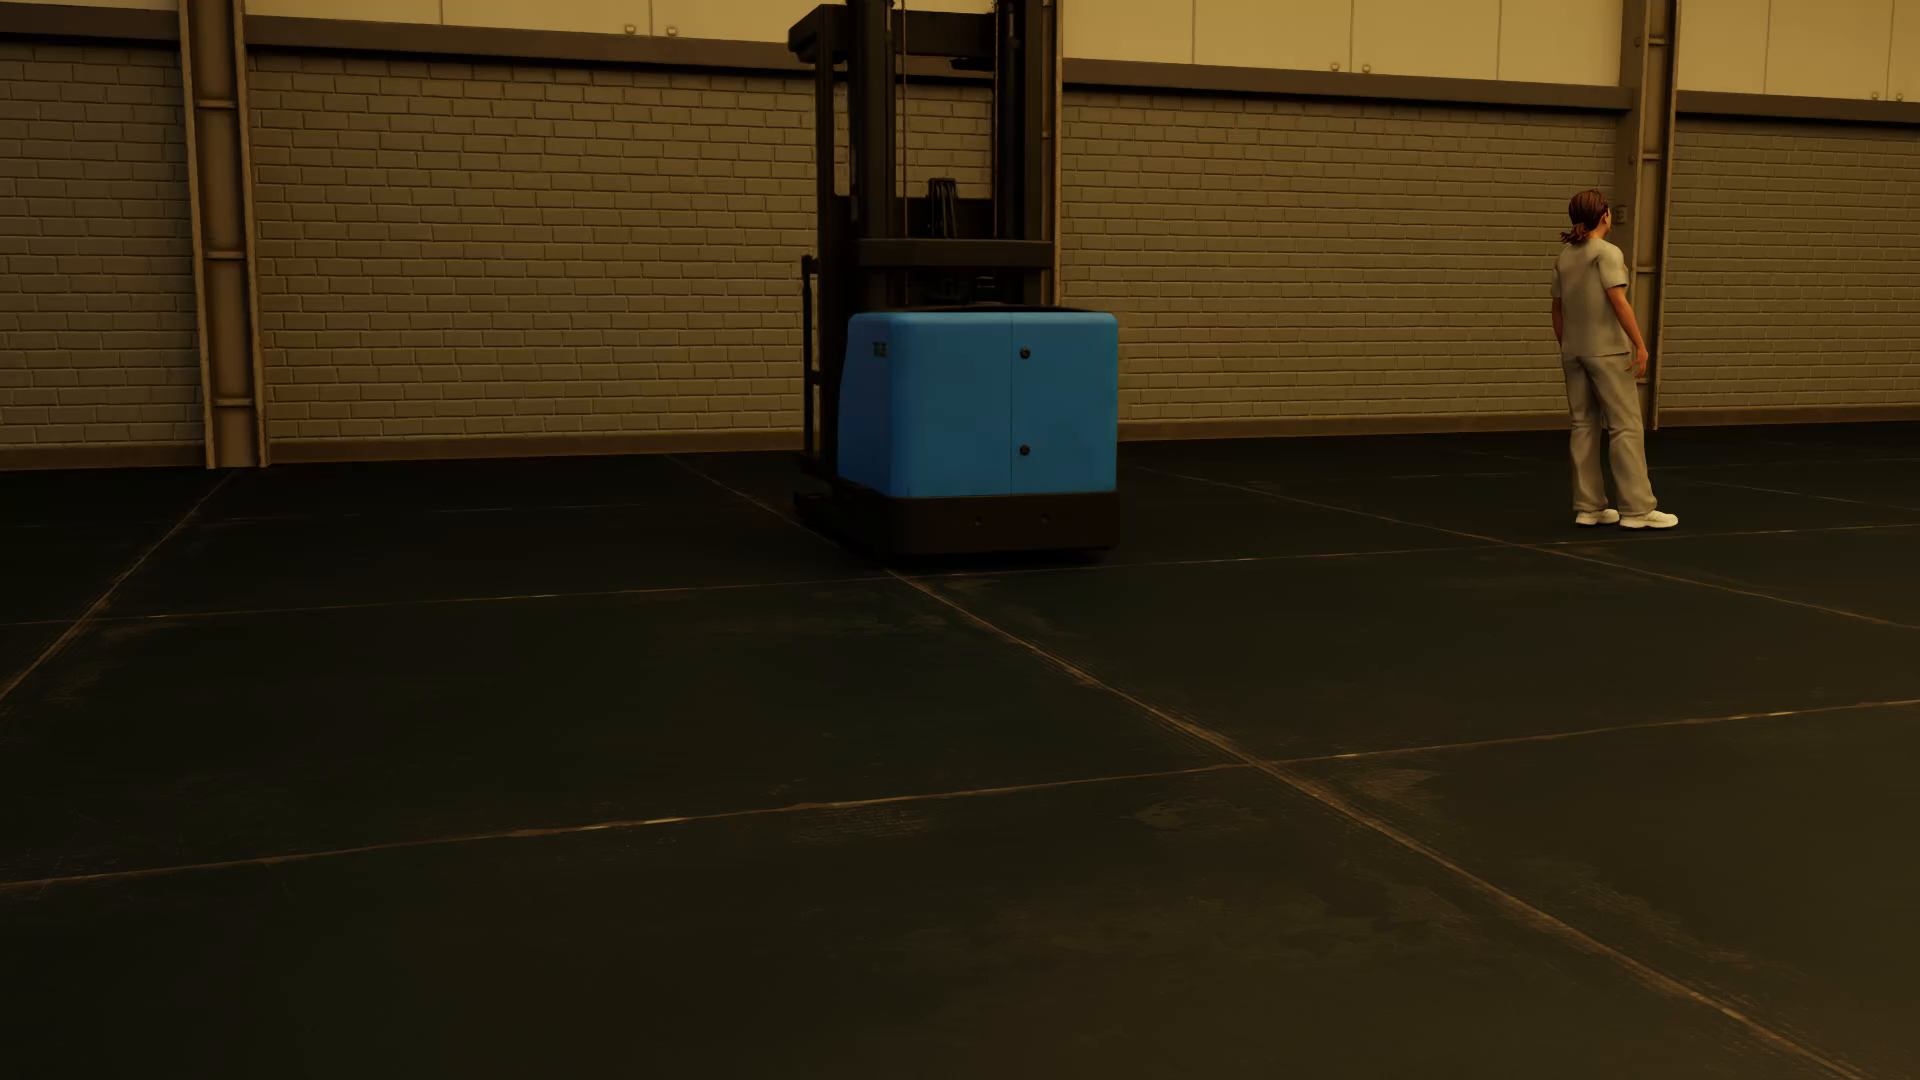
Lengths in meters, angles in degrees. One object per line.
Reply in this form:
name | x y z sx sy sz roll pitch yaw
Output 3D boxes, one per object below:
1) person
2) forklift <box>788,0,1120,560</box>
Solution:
person | 3.249 -0.909 8.338 0.548 1.673 0.550 -3 8 -23
forklift | -0.225 -1.529 8.289 1.130 2.935 3.031 -2 8 -17
